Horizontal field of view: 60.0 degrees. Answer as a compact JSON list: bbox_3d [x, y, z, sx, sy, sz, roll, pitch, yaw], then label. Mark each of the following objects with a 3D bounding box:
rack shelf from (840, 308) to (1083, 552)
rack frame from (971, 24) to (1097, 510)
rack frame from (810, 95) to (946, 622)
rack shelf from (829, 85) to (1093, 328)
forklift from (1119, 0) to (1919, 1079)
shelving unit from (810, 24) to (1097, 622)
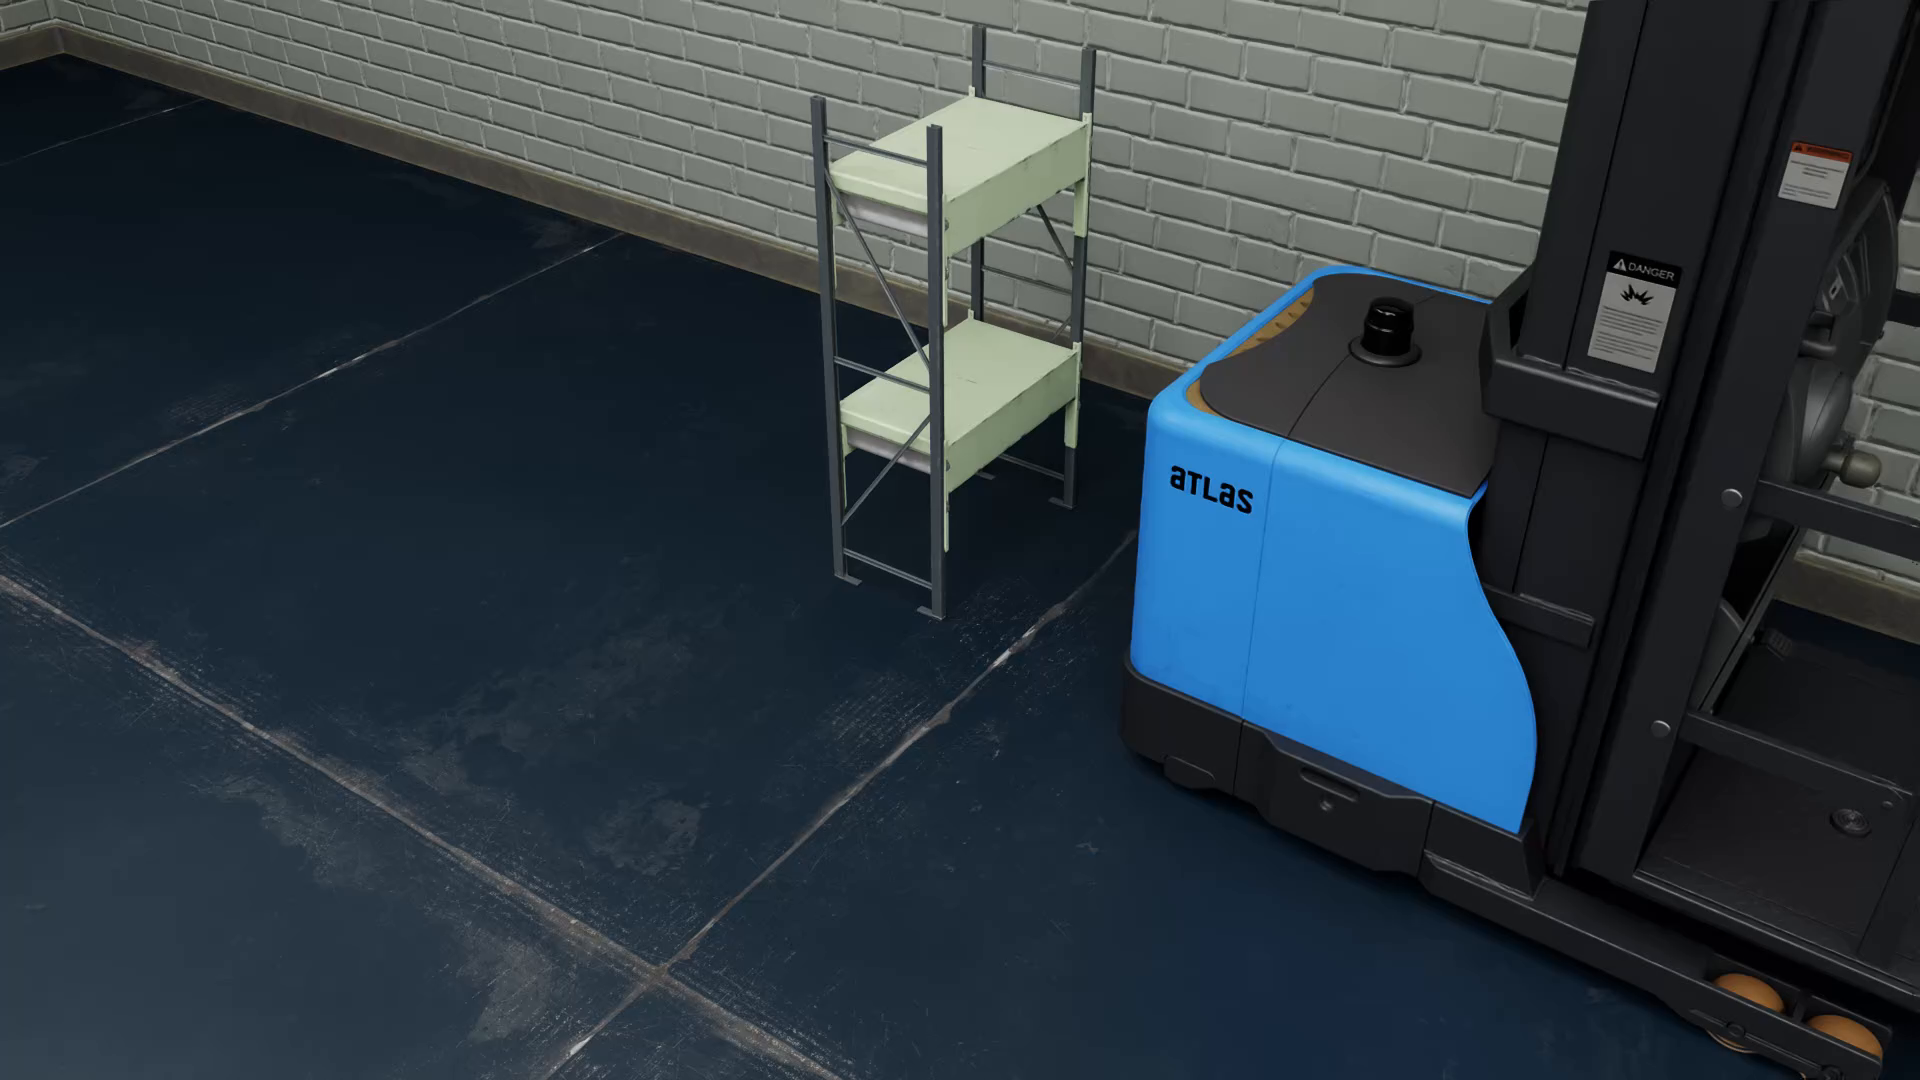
[{"bbox_3d":[-0.004,-0.348,5.008,0.431,0.370,0.720,21,39,28],"label":"rack shelf"},{"bbox_3d":[0.205,-0.787,5.074,0.400,1.500,0.023,21,39,28],"label":"rack frame"},{"bbox_3d":[-0.212,-0.450,4.576,0.400,1.500,0.023,21,39,28],"label":"rack frame"},{"bbox_3d":[-0.004,-0.941,4.607,0.431,0.370,0.720,21,39,28],"label":"rack shelf"},{"bbox_3d":[1.913,-0.382,3.198,3.031,2.935,1.130,22,40,29],"label":"forklift"},{"bbox_3d":[-0.004,-0.618,4.825,0.431,1.500,0.755,21,39,28],"label":"shelving unit"}]
